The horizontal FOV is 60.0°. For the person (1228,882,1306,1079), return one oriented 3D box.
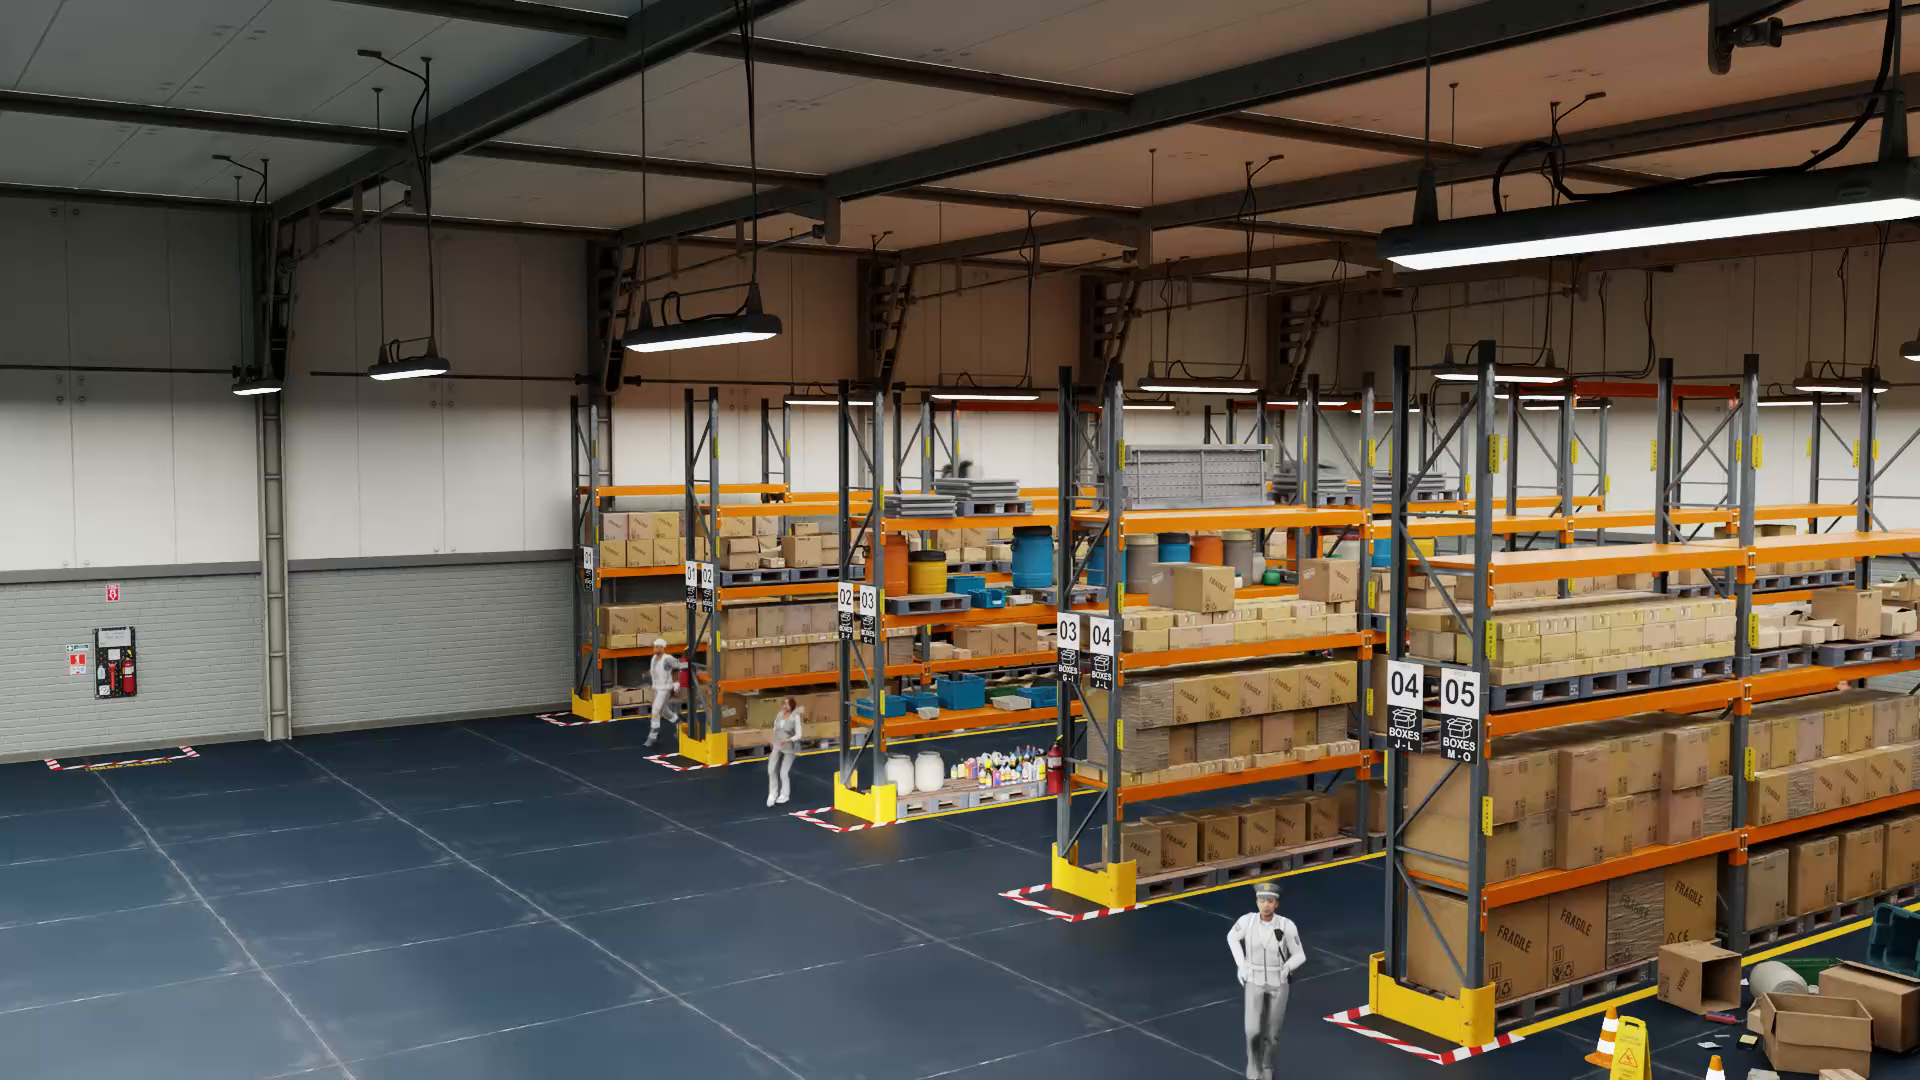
[{"bbox_3d":[2.418,3.533,13.182,0.626,1.660,0.589,1,4,13],"label":"person"}]

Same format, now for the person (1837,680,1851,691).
[{"bbox_3d":[13.004,2.857,24.516,0.673,1.709,0.562,-3,4,-38],"label":"person"}]

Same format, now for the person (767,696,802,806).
[{"bbox_3d":[-2.457,3.006,23.368,0.525,1.464,0.623,1,4,17],"label":"person"}]

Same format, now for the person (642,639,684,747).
[{"bbox_3d":[-5.054,2.567,28.306,0.962,1.797,0.688,-3,5,-42],"label":"person"}]
